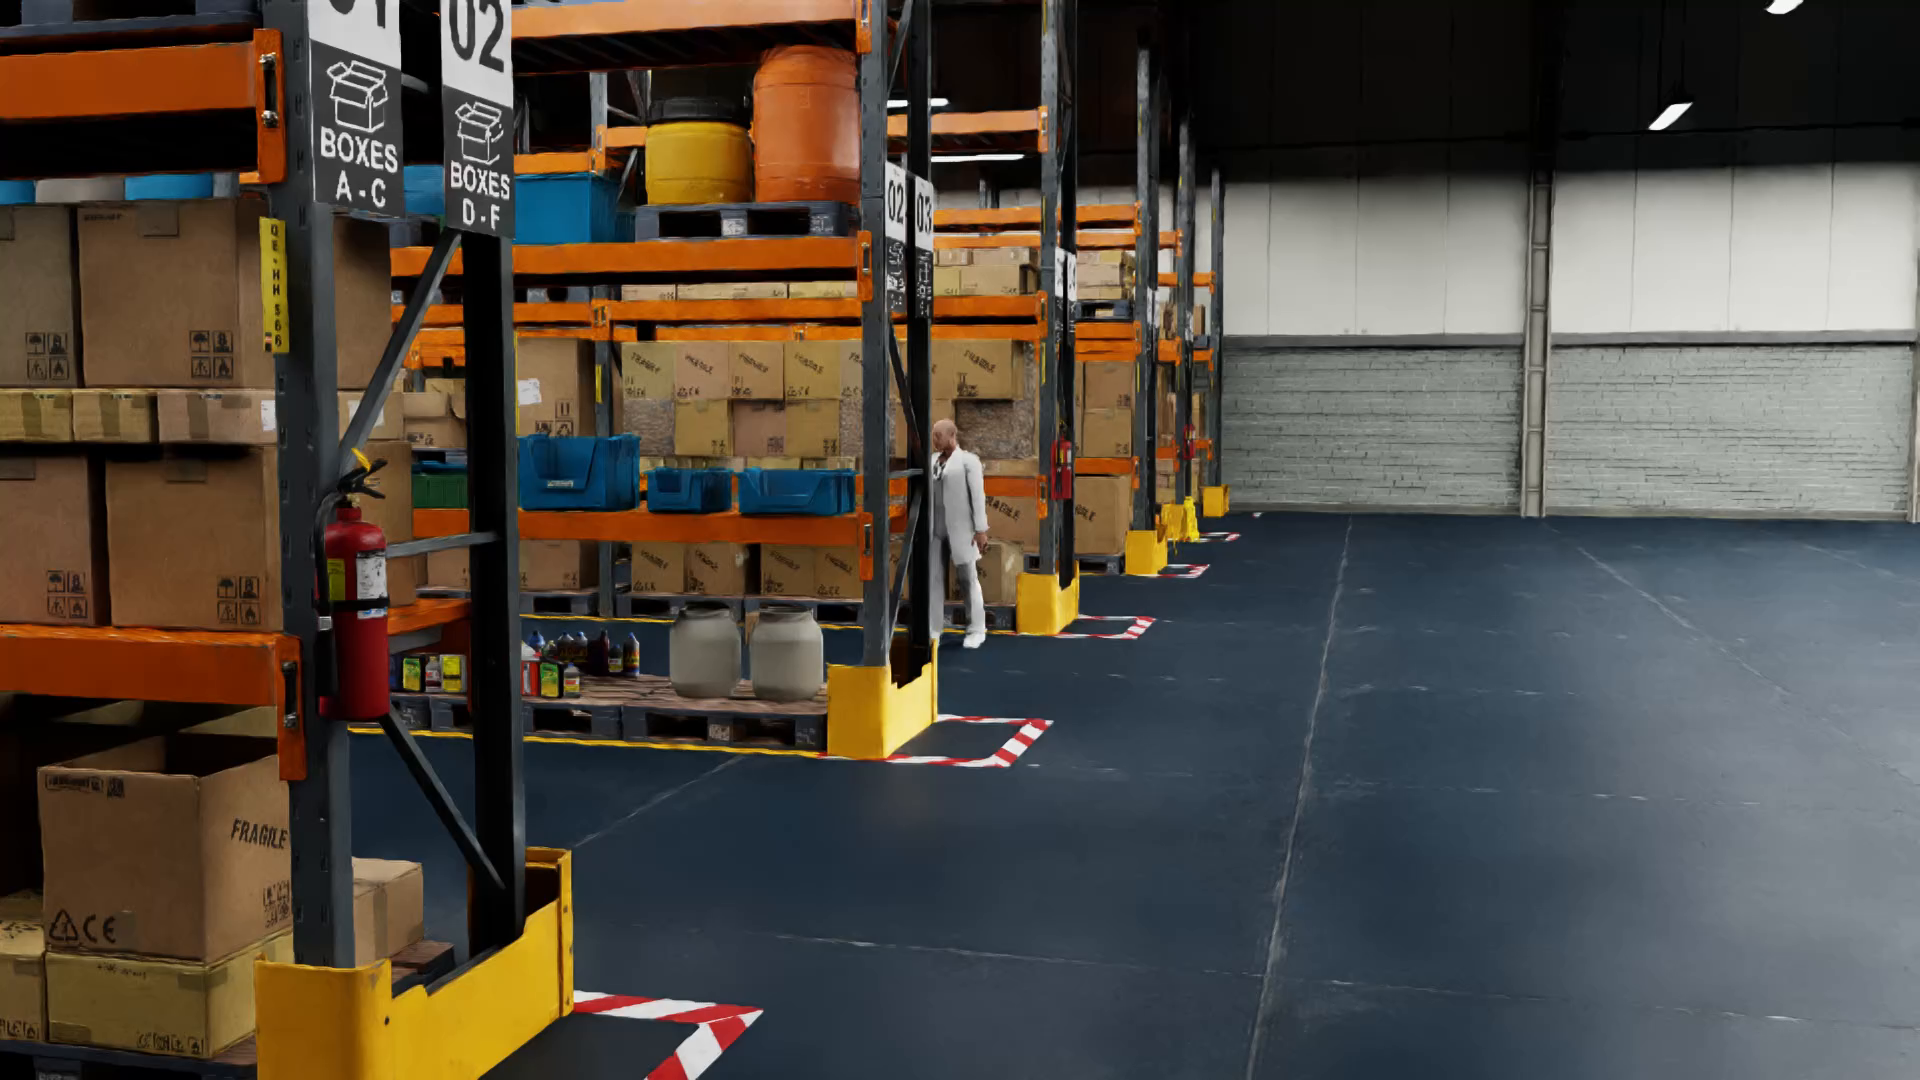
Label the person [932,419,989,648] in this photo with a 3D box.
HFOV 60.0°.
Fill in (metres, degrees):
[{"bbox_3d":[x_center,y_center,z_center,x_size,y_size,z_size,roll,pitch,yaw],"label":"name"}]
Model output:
[{"bbox_3d":[-0.108,-0.042,13.039,0.675,1.770,0.652,3,6,33],"label":"person"}]
